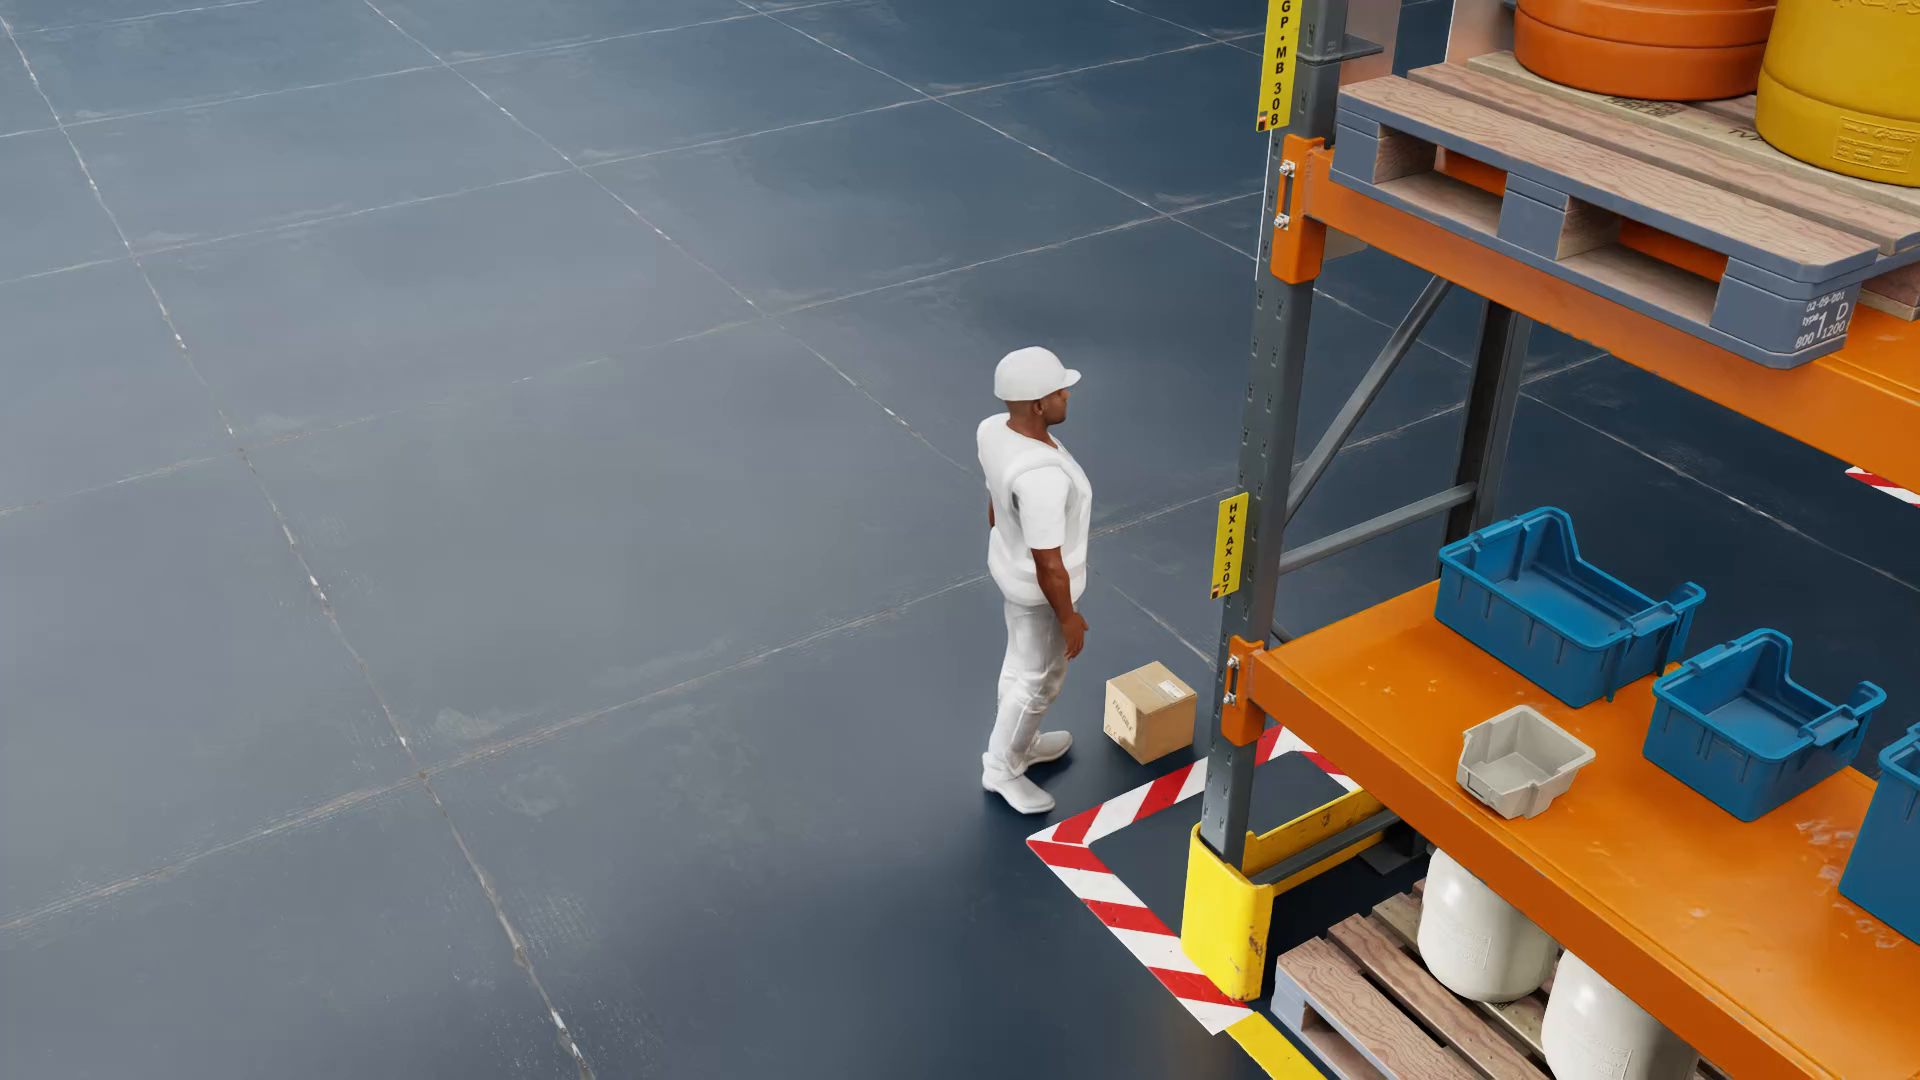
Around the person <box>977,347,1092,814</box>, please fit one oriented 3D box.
[{"bbox_3d":[0.267,0.141,5.872,0.405,1.764,0.623,-8,33,-12],"label":"person"}]
